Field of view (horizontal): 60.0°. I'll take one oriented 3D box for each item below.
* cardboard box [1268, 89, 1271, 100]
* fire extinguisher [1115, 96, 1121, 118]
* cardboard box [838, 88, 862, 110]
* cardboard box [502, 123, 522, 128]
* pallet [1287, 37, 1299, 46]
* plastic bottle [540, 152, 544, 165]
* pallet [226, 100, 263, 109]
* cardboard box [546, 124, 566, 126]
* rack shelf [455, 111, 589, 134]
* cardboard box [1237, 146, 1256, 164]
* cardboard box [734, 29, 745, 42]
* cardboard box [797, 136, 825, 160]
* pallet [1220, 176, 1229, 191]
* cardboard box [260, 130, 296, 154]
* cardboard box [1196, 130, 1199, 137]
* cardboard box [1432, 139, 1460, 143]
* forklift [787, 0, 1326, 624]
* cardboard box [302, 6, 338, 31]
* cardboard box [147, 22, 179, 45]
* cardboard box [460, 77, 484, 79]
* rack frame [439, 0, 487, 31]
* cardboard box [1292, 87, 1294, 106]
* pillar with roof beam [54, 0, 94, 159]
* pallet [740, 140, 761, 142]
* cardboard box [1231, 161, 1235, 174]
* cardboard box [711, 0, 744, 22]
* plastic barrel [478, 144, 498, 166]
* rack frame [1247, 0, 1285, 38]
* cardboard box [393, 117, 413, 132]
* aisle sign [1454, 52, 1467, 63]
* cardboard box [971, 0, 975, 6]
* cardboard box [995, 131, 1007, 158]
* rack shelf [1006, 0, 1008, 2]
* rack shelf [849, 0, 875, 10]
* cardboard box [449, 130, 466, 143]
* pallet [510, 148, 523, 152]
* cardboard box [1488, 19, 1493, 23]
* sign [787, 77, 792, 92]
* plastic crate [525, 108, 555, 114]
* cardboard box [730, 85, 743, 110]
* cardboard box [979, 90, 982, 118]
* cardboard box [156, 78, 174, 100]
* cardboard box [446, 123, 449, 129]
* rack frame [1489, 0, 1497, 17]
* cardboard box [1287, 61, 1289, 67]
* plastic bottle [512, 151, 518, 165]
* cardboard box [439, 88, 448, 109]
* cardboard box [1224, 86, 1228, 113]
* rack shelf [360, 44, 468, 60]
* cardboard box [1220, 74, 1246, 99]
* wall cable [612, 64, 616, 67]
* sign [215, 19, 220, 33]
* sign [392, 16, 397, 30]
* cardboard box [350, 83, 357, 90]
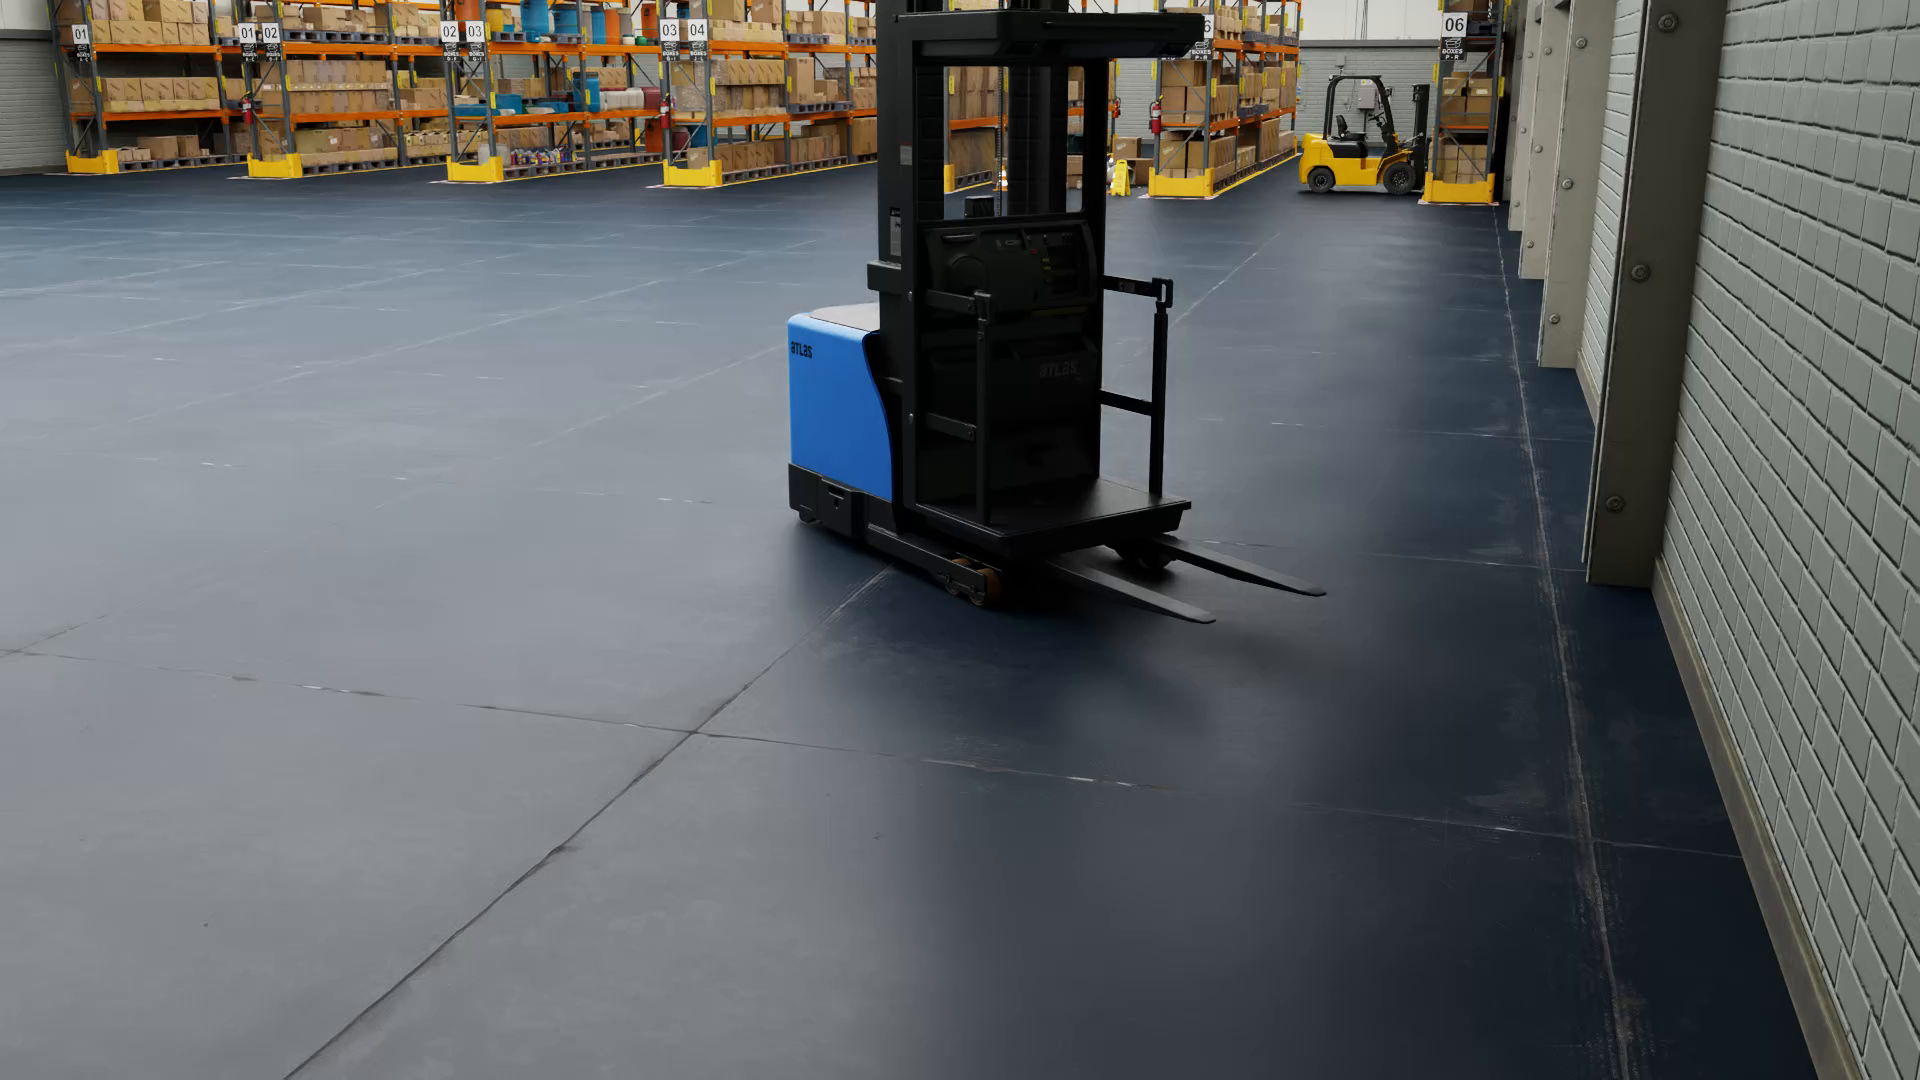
[{"bbox_3d":[7.038,-10.476,39.126,0.500,0.250,0.500,5,16,16],"label":"cardboard box"},{"bbox_3d":[4.368,-12.194,46.648,0.296,0.674,0.183,5,16,16],"label":"fire extinguisher"},{"bbox_3d":[-2.747,-10.853,40.911,0.500,0.500,0.500,5,17,18],"label":"cardboard box"},{"bbox_3d":[-12.303,-11.383,45.366,0.500,0.250,0.500,4,16,15],"label":"cardboard box"},{"bbox_3d":[8.428,-13.228,44.136,1.003,0.211,1.213,5,16,16],"label":"pallet"},{"bbox_3d":[-9.257,-8.428,36.741,0.097,0.271,0.097,0,16,0],"label":"plastic bottle"},{"bbox_3d":[-18.173,-10.901,41.615,1.003,0.211,1.213,5,16,16],"label":"pallet"},{"bbox_3d":[-11.616,-11.694,47.836,0.500,0.500,0.500,5,16,16],"label":"cardboard box"},{"bbox_3d":[-9.600,-9.167,36.469,1.077,0.370,4.000,5,16,16],"label":"rack shelf"},{"bbox_3d":[6.185,-8.721,37.624,0.950,0.372,0.625,3,16,12],"label":"cardboard box"},{"bbox_3d":[-4.750,-10.347,34.090,0.500,0.250,0.500,5,16,16],"label":"cardboard box"},{"bbox_3d":[-3.617,-9.236,39.168,0.700,0.500,0.500,6,17,21],"label":"cardboard box"},{"bbox_3d":[4.717,-7.043,32.774,1.003,0.211,1.213,5,16,16],"label":"pallet"},{"bbox_3d":[-15.049,-8.778,36.675,0.500,0.500,0.500,5,16,16],"label":"cardboard box"},{"bbox_3d":[4.555,-8.139,33.235,0.380,0.149,0.250,5,17,18],"label":"cardboard box"},{"bbox_3d":[9.255,-7.493,31.688,0.500,0.250,0.500,5,17,18],"label":"cardboard box"},{"bbox_3d":[0.358,-1.269,7.430,1.130,2.935,3.031,-11,19,-33],"label":"forklift"},{"bbox_3d":[-14.182,-11.548,36.841,0.500,0.500,0.500,5,16,16],"label":"cardboard box"},{"bbox_3d":[-18.714,-11.875,38.980,0.500,0.500,0.500,4,16,14],"label":"cardboard box"},{"bbox_3d":[-15.255,-13.954,51.479,0.980,0.700,0.700,5,17,18],"label":"cardboard box"},{"bbox_3d":[-10.168,-11.876,33.707,1.000,3.000,0.127,5,16,16],"label":"rack frame"},{"bbox_3d":[8.588,-11.794,44.231,0.500,0.500,0.500,4,16,15],"label":"cardboard box"},{"bbox_3d":[-16.170,-12.560,36.121,9.100,9.000,0.400,5,16,16],"label":"pillar with roof beam"},{"bbox_3d":[-5.893,-11.621,48.914,1.003,0.211,1.213,5,16,16],"label":"pallet"},{"bbox_3d":[5.308,-7.587,33.851,0.500,0.250,0.500,5,17,18],"label":"cardboard box"},{"bbox_3d":[-4.739,-10.848,33.936,0.500,0.500,0.500,5,16,16],"label":"cardboard box"},{"bbox_3d":[-10.055,-8.173,35.436,0.421,0.512,0.421,0,16,0],"label":"plastic barrel"},{"bbox_3d":[7.492,-13.863,40.712,1.000,3.000,0.127,5,16,16],"label":"rack frame"},{"bbox_3d":[-16.317,-11.885,47.904,0.750,0.750,0.750,5,17,17],"label":"cardboard box"},{"bbox_3d":[13.127,-12.930,43.655,0.394,0.787,0.004,5,16,16],"label":"aisle sign"},{"bbox_3d":[0.070,-10.545,32.561,0.380,0.149,0.250,4,16,15],"label":"cardboard box"},{"bbox_3d":[0.534,-8.530,36.259,1.050,0.750,0.750,5,16,16],"label":"cardboard box"},{"bbox_3d":[1.012,-12.112,36.591,1.077,0.370,4.000,5,16,16],"label":"rack shelf"},{"bbox_3d":[-2.578,-13.569,41.730,1.077,0.370,4.000,5,16,16],"label":"rack shelf"},{"bbox_3d":[-12.843,-10.192,42.008,0.500,0.311,0.500,5,16,16],"label":"cardboard box"},{"bbox_3d":[-12.394,-10.318,44.321,1.003,0.211,1.213,5,16,16],"label":"pallet"},{"bbox_3d":[10.408,-10.279,33.081,0.380,0.149,0.250,5,16,16],"label":"cardboard box"},{"bbox_3d":[-3.760,-10.028,36.602,0.100,0.325,0.005,5,16,16],"label":"sign"},{"bbox_3d":[-9.250,-9.465,36.684,0.530,0.136,0.437,5,16,16],"label":"plastic crate"},{"bbox_3d":[-5.026,-9.206,34.561,0.875,0.500,0.500,5,16,16],"label":"cardboard box"},{"bbox_3d":[-0.050,-8.938,34.069,0.875,0.550,0.550,5,16,16],"label":"cardboard box"},{"bbox_3d":[-18.805,-10.557,38.915,0.500,0.500,0.500,5,17,18],"label":"cardboard box"},{"bbox_3d":[-15.652,-12.350,50.184,0.700,0.500,0.500,5,17,17],"label":"cardboard box"},{"bbox_3d":[11.115,-12.432,35.669,1.000,3.000,0.127,5,16,16],"label":"rack frame"},{"bbox_3d":[8.281,-12.277,42.912,0.380,0.149,0.250,5,16,16],"label":"cardboard box"},{"bbox_3d":[-9.867,-8.465,36.847,0.061,0.283,0.133,5,16,16],"label":"plastic bottle"},{"bbox_3d":[-13.104,-11.075,41.697,0.500,0.500,0.500,4,16,13],"label":"cardboard box"},{"bbox_3d":[4.907,-8.533,32.189,0.500,0.500,0.500,4,16,15],"label":"cardboard box"},{"bbox_3d":[-13.211,-12.041,41.107,1.077,0.370,4.000,5,16,16],"label":"rack shelf"},{"bbox_3d":[5.627,-9.377,34.394,0.500,0.500,0.500,5,17,17],"label":"cardboard box"},{"bbox_3d":[-13.170,-16.788,56.717,3.097,2.526,0.112,5,16,16],"label":"wall cable"},{"bbox_3d":[-18.008,-12.456,40.303,0.100,0.325,0.005,5,16,16],"label":"sign"},{"bbox_3d":[-13.247,-12.108,38.932,0.100,0.325,0.005,5,16,16],"label":"sign"},{"bbox_3d":[-14.014,-10.361,37.991,0.380,0.149,0.250,5,17,17],"label":"cardboard box"}]
